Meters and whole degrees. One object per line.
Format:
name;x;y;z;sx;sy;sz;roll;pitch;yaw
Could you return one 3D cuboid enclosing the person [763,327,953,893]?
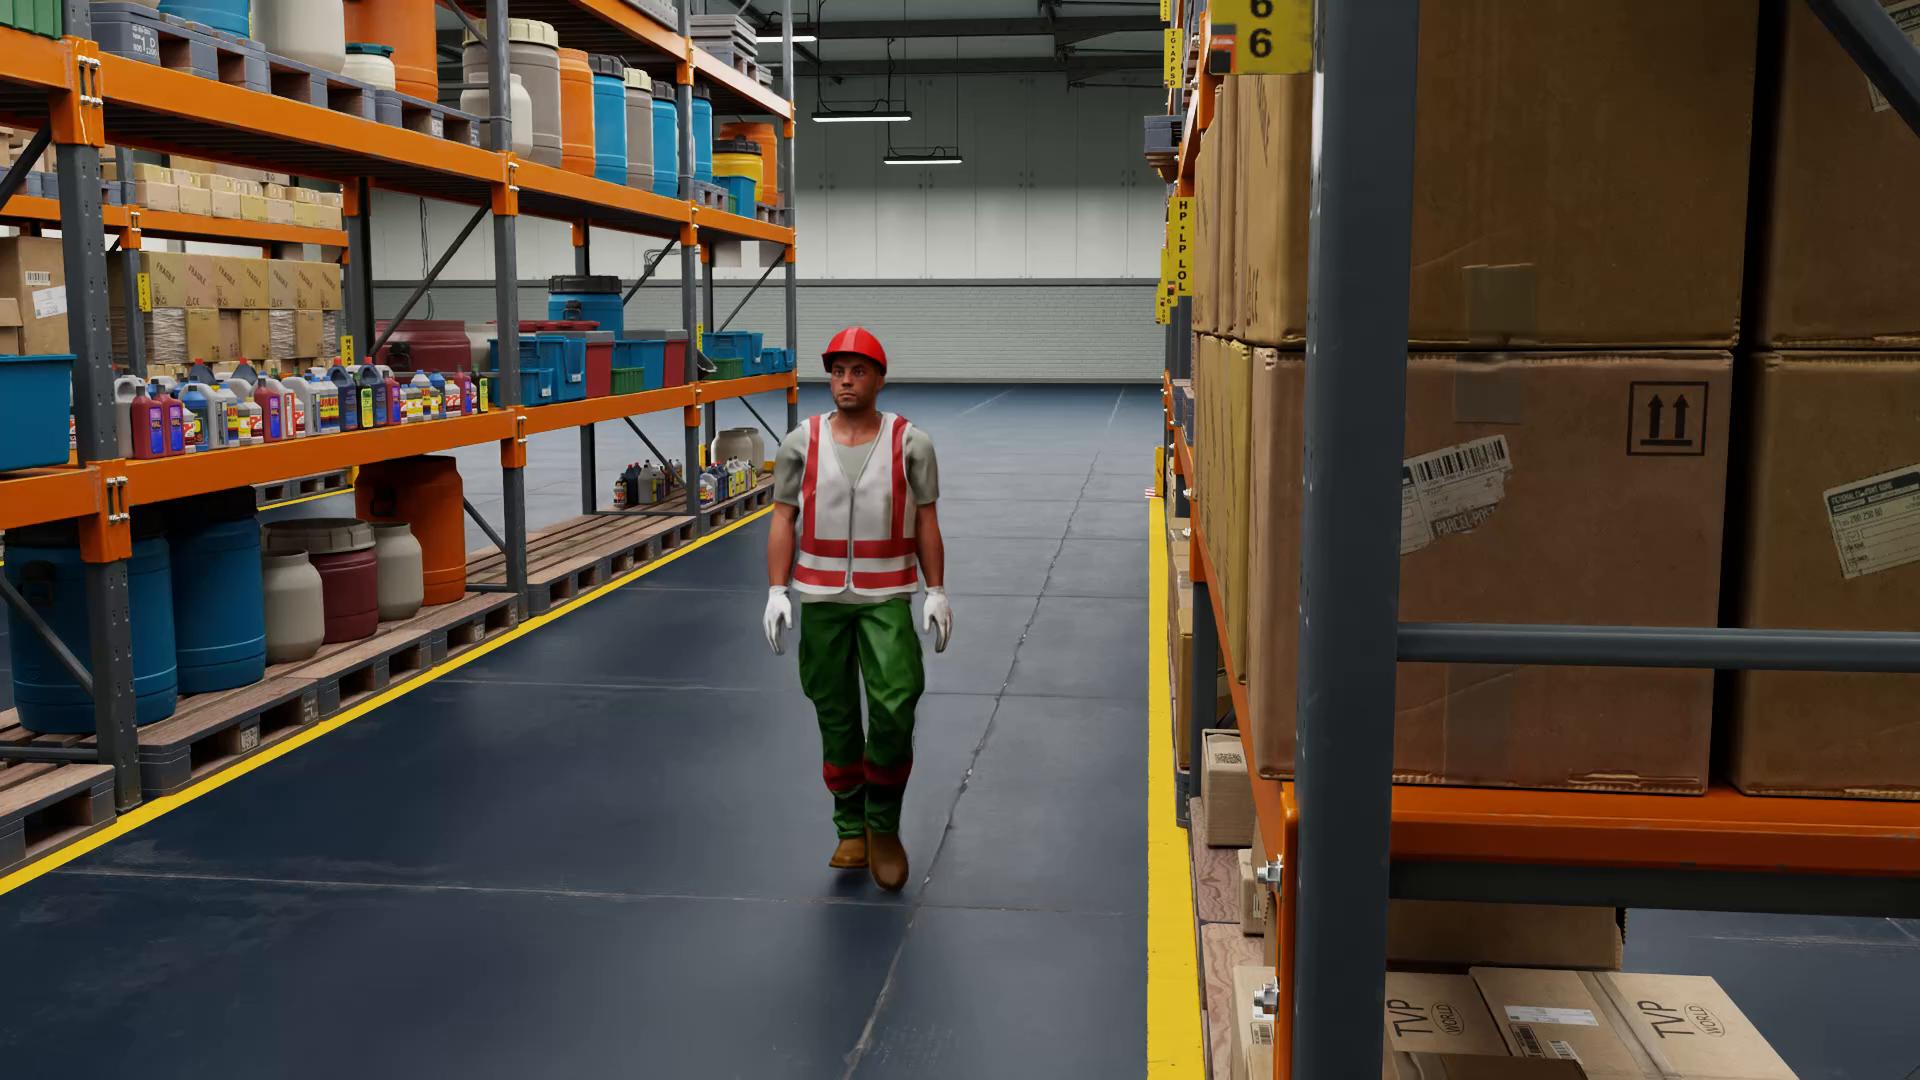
person;-0.331;0.228;5.363;0.598;1.818;0.492;1;8;4
